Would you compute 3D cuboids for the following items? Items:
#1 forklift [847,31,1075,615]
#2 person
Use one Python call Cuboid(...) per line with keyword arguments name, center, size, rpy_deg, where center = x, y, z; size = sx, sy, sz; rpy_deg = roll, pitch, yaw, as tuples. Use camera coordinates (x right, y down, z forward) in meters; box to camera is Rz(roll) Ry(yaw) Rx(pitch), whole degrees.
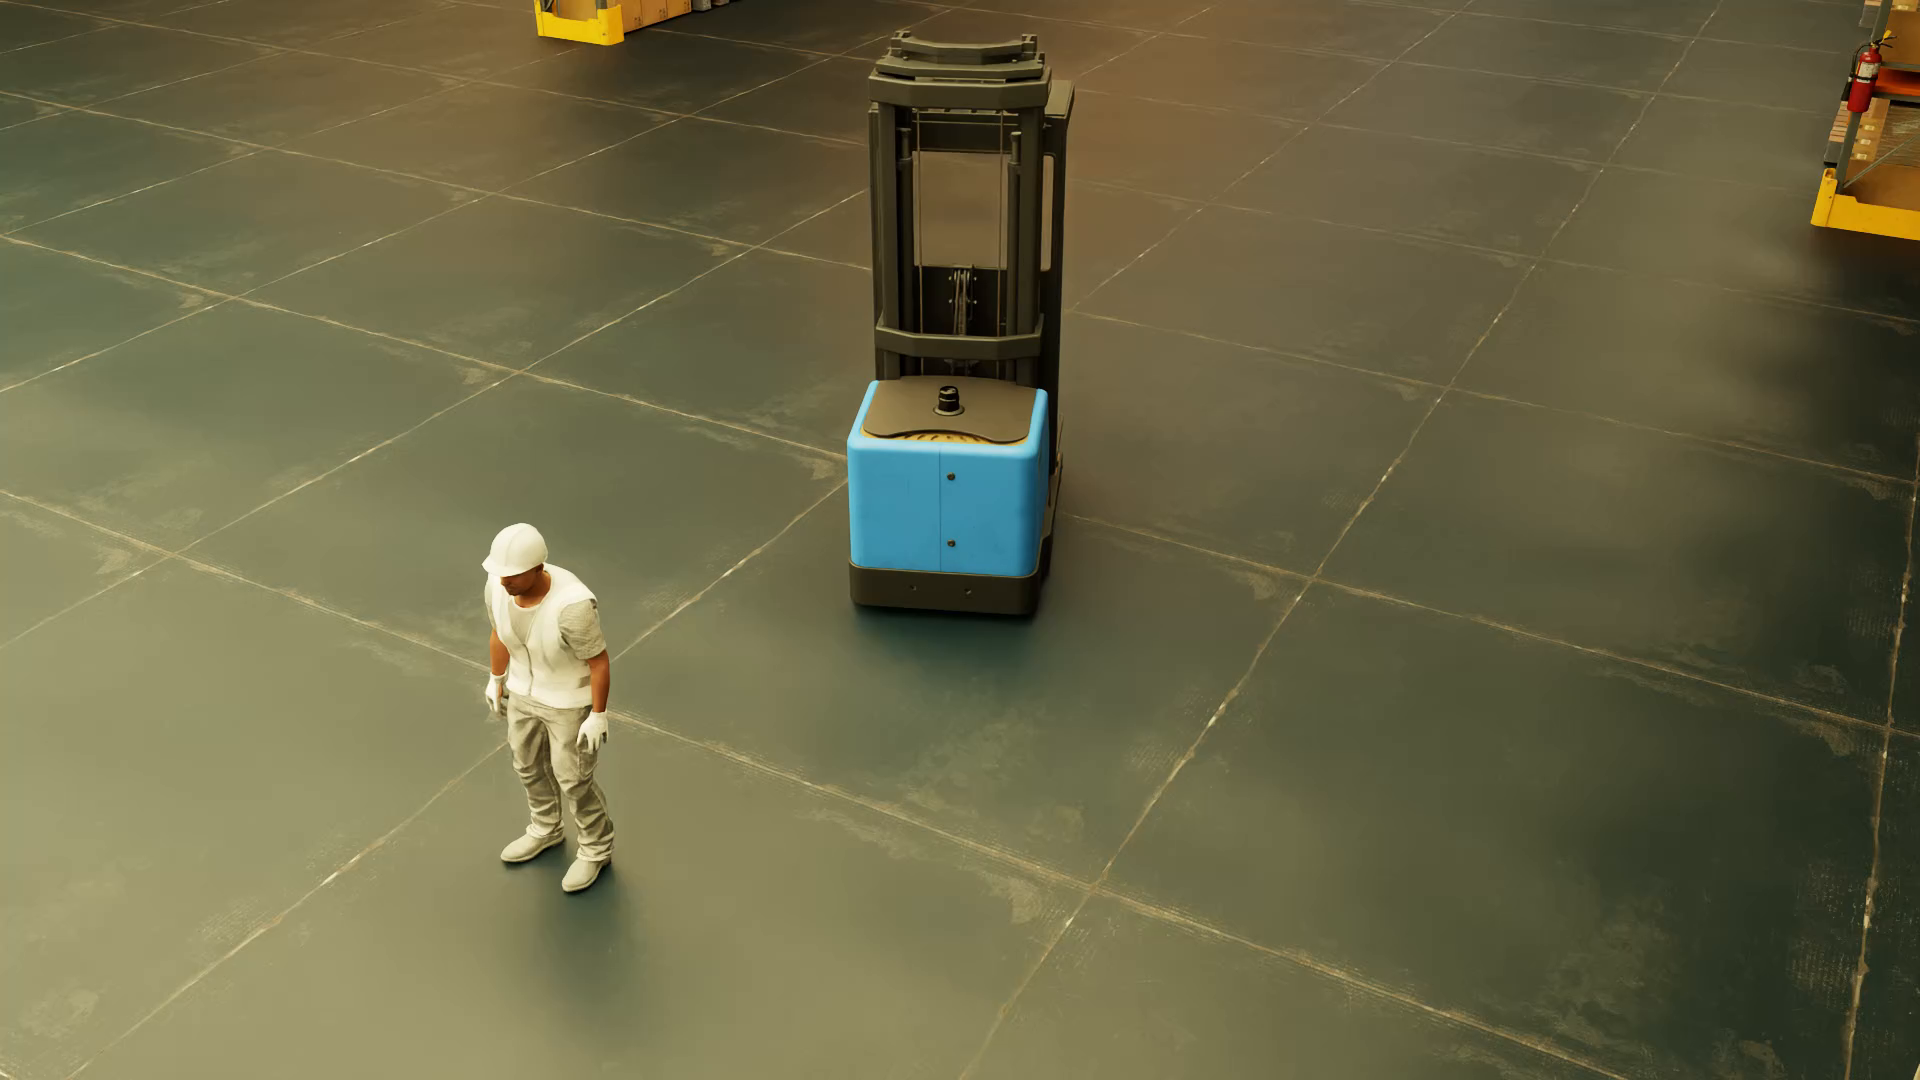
Cuboid(name="forklift", center=(0.072, -1.572, 9.794), size=(1.130, 2.935, 3.031), rpy_deg=(3, 30, 6))
Cuboid(name="person", center=(-1.747, 0.681, 7.054), size=(0.623, 1.773, 0.450), rpy_deg=(16, 34, 25))
